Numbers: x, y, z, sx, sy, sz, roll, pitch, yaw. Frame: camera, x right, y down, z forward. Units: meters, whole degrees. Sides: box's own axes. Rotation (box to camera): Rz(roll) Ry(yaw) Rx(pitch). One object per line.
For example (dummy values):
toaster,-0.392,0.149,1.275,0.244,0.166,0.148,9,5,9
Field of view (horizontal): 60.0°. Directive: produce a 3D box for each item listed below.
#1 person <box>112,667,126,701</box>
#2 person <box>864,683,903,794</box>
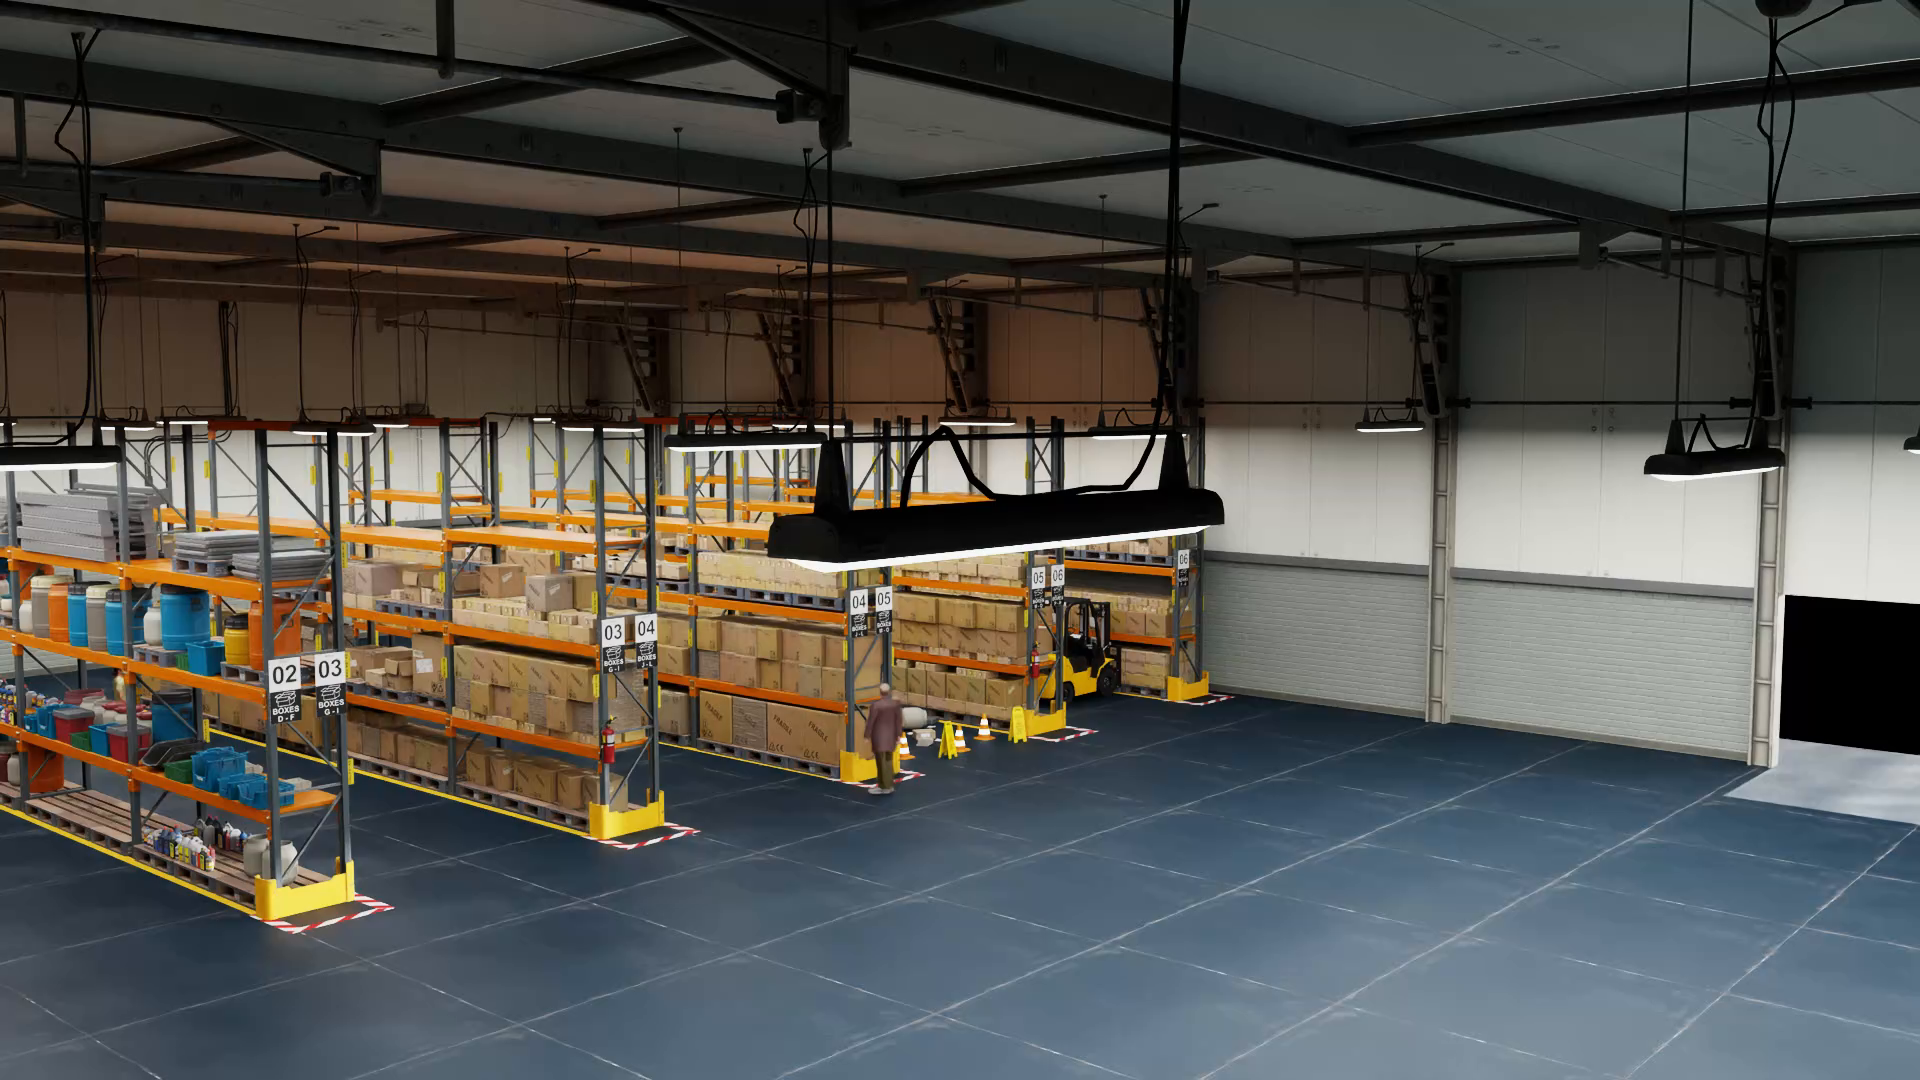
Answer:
person,-14.987,3.014,29.913,0.482,1.668,0.530,4,6,38
person,-1.230,3.220,26.870,0.695,1.817,0.429,-3,6,-33
